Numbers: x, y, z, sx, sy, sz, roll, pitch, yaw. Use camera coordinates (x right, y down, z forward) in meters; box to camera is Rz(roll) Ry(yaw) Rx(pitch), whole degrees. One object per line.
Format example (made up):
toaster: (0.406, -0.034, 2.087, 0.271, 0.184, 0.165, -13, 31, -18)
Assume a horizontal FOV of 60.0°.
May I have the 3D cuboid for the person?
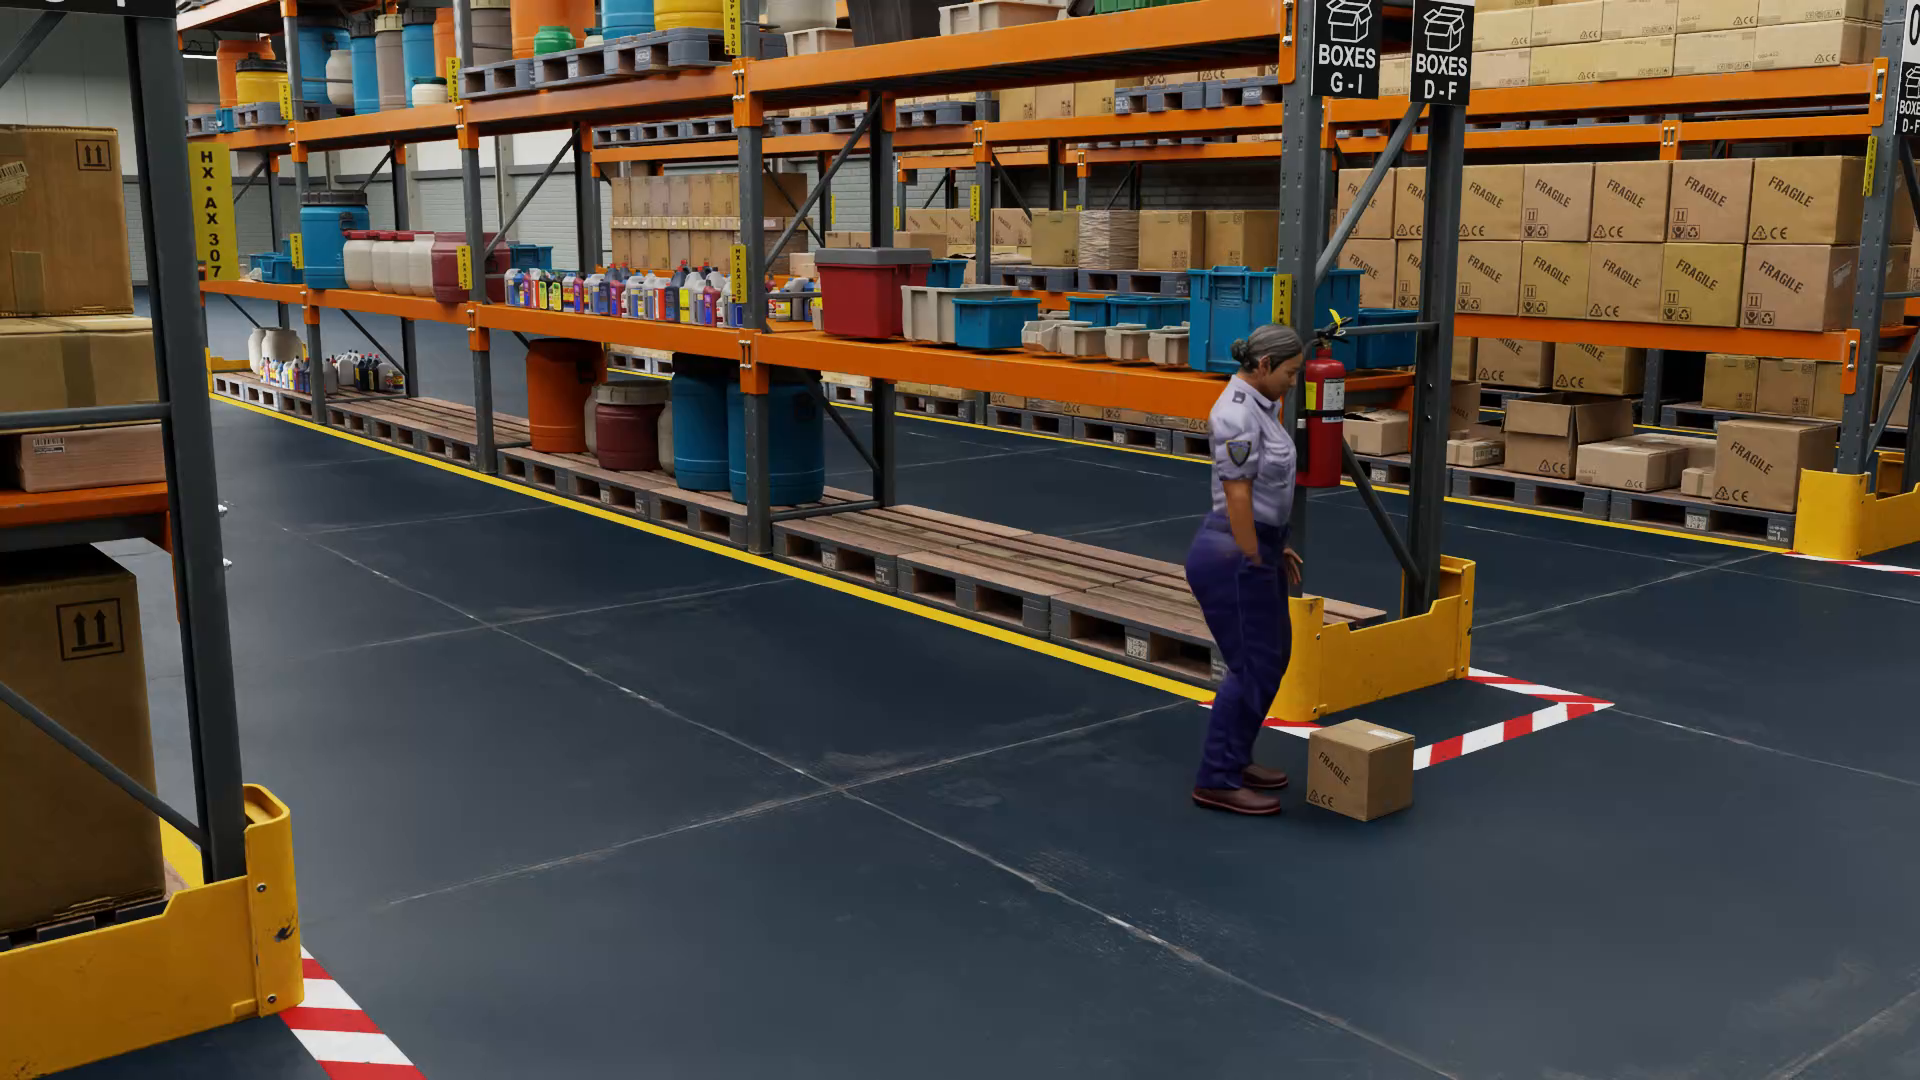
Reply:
person: (0.962, 0.085, 5.636, 0.355, 1.621, 0.486, 4, 12, 18)
